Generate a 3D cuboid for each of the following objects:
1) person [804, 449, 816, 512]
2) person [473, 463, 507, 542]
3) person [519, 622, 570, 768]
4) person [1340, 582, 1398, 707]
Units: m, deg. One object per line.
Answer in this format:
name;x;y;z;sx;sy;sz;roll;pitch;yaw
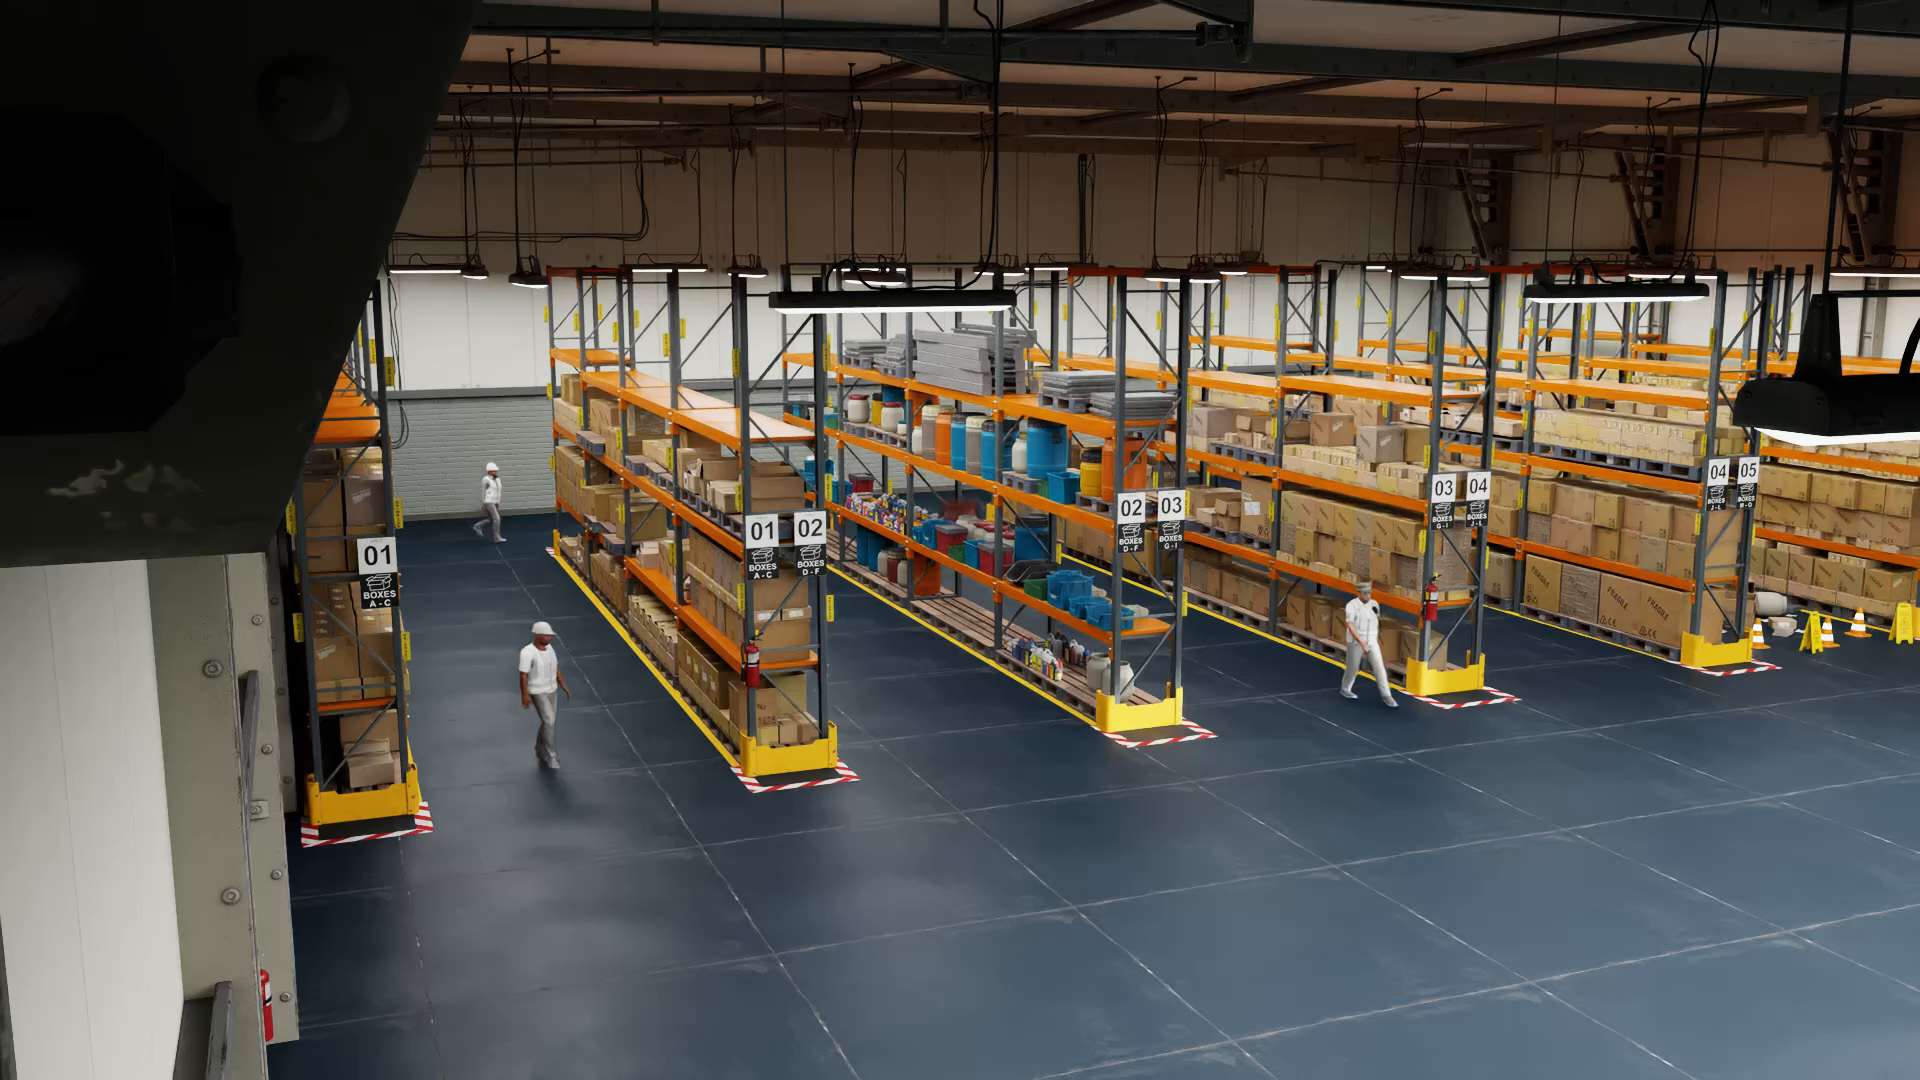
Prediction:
person;-3.382;-1.382;39.422;0.572;1.750;0.933;6;11;30
person;-10.310;-0.836;36.391;0.900;1.742;0.537;2;10;14
person;-5.123;1.929;20.661;0.521;1.837;0.599;4;11;22
person;5.751;1.440;23.428;0.661;1.728;0.849;-1;10;-8
